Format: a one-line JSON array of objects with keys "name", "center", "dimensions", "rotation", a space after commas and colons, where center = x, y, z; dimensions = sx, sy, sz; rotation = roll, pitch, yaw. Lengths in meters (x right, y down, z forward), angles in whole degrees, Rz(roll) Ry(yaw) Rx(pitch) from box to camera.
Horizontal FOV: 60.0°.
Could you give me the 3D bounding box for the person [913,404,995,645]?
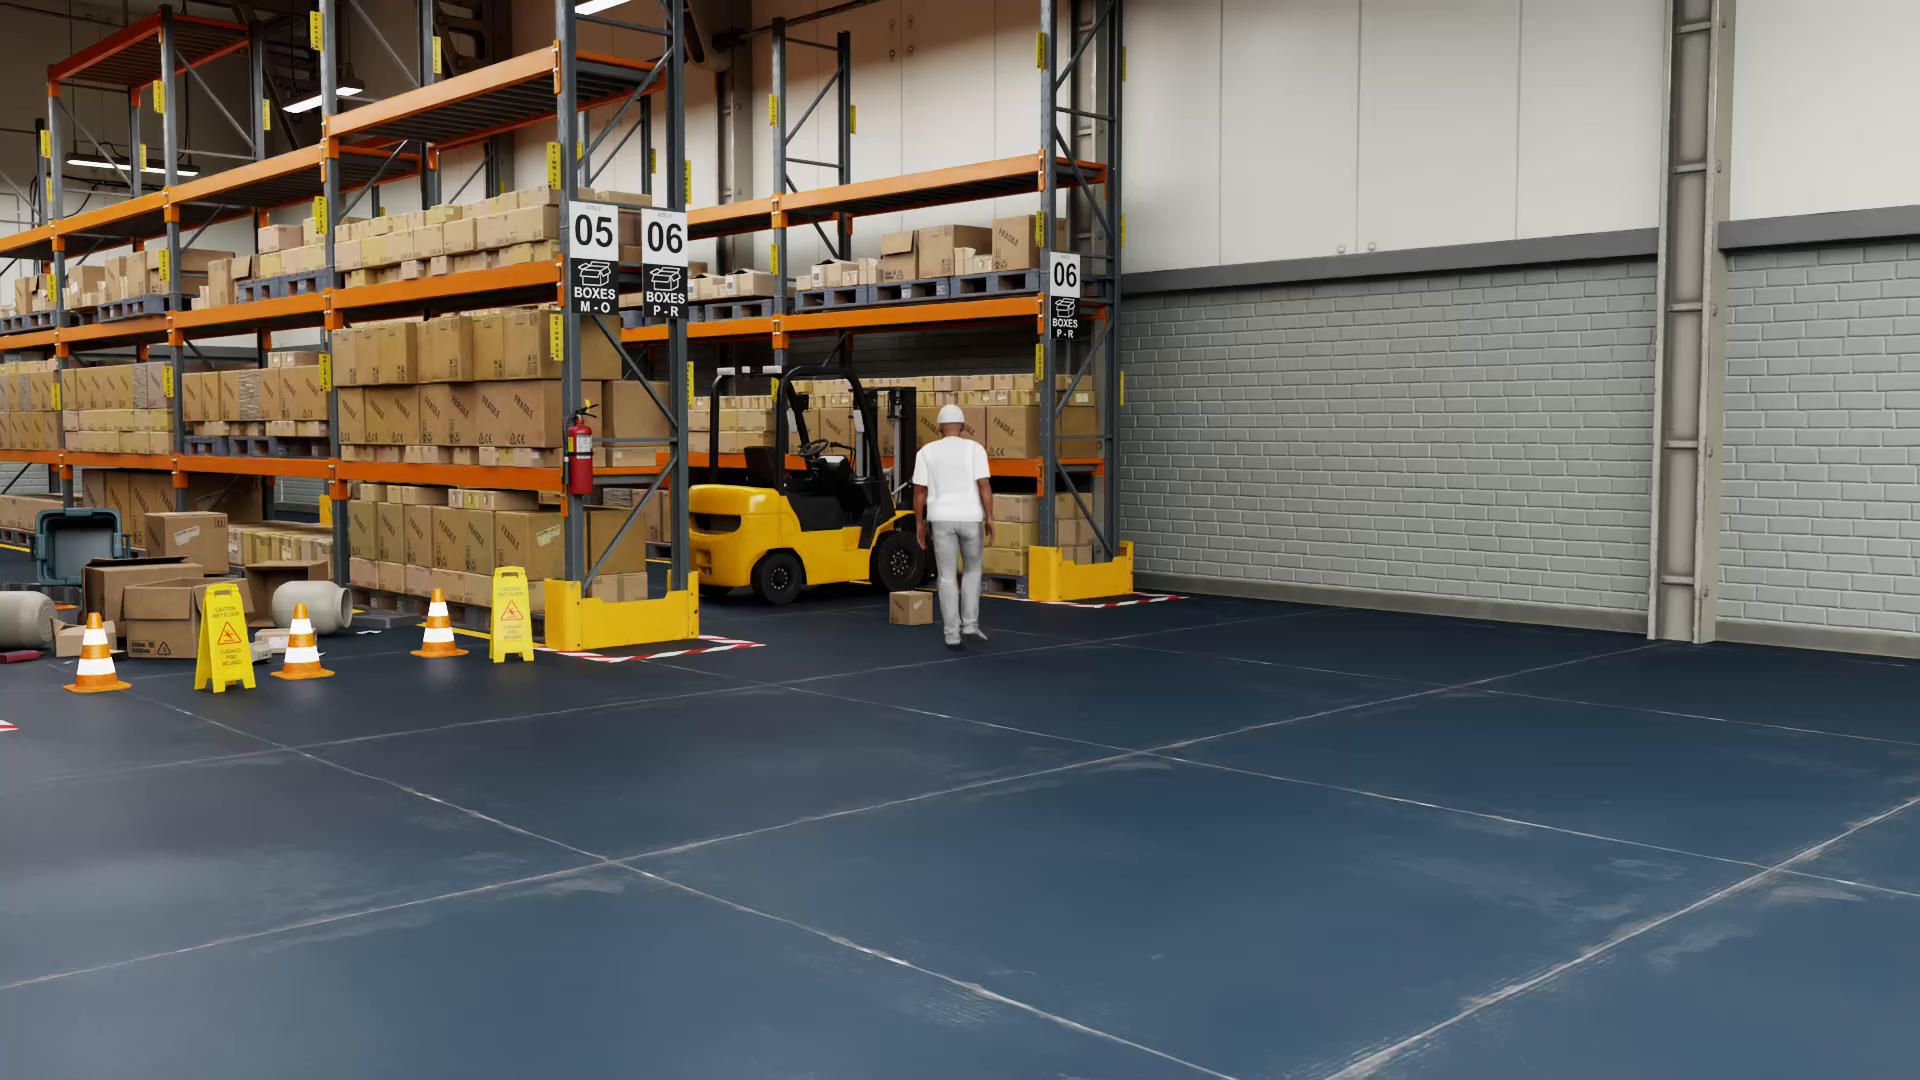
[{"name": "person", "center": [-0.046, -0.103, 12.195], "dimensions": [0.606, 1.783, 0.564], "rotation": [0, 4, 0]}]
